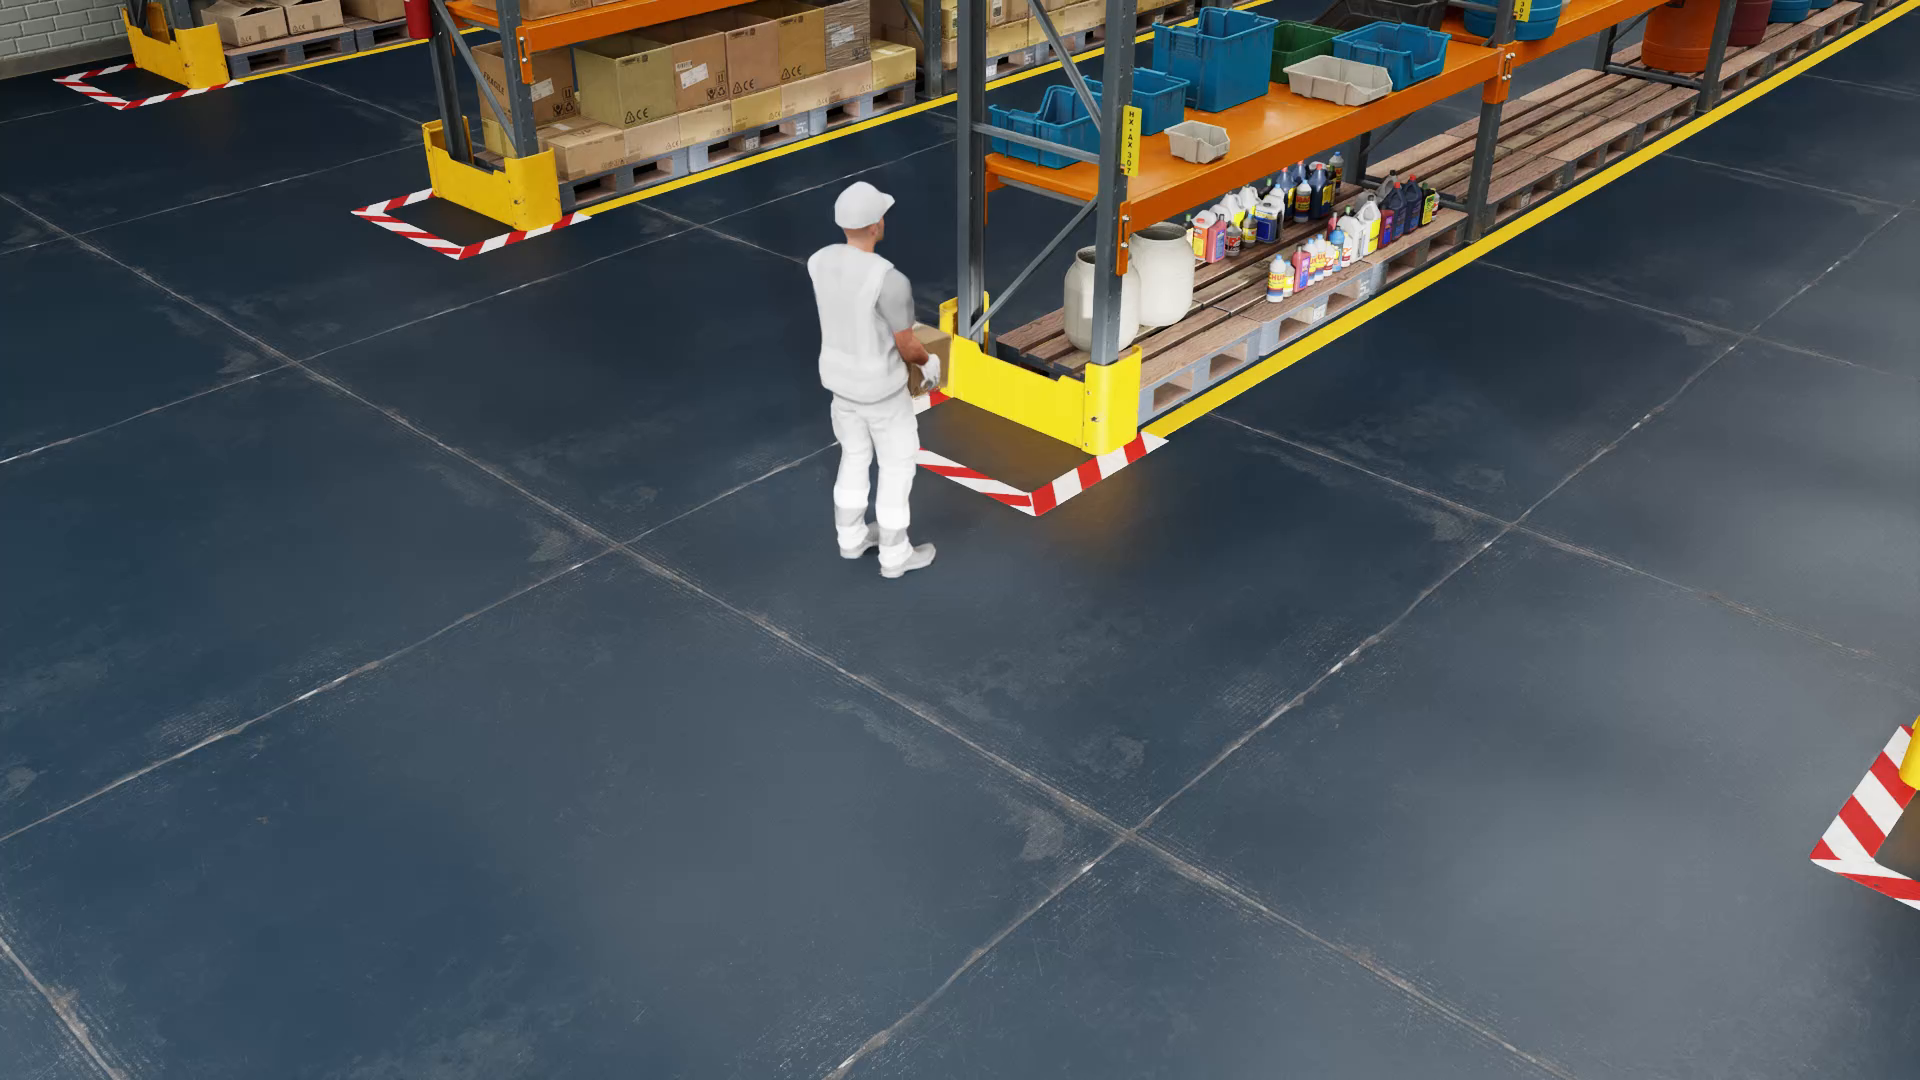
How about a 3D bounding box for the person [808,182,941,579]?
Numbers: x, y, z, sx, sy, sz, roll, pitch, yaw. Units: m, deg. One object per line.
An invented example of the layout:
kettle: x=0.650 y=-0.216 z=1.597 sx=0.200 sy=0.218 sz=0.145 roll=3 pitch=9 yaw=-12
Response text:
person: x=-0.360 y=-0.710 z=7.286 sx=0.529 sy=1.794 sz=0.498 roll=25 pitch=39 yaw=35
